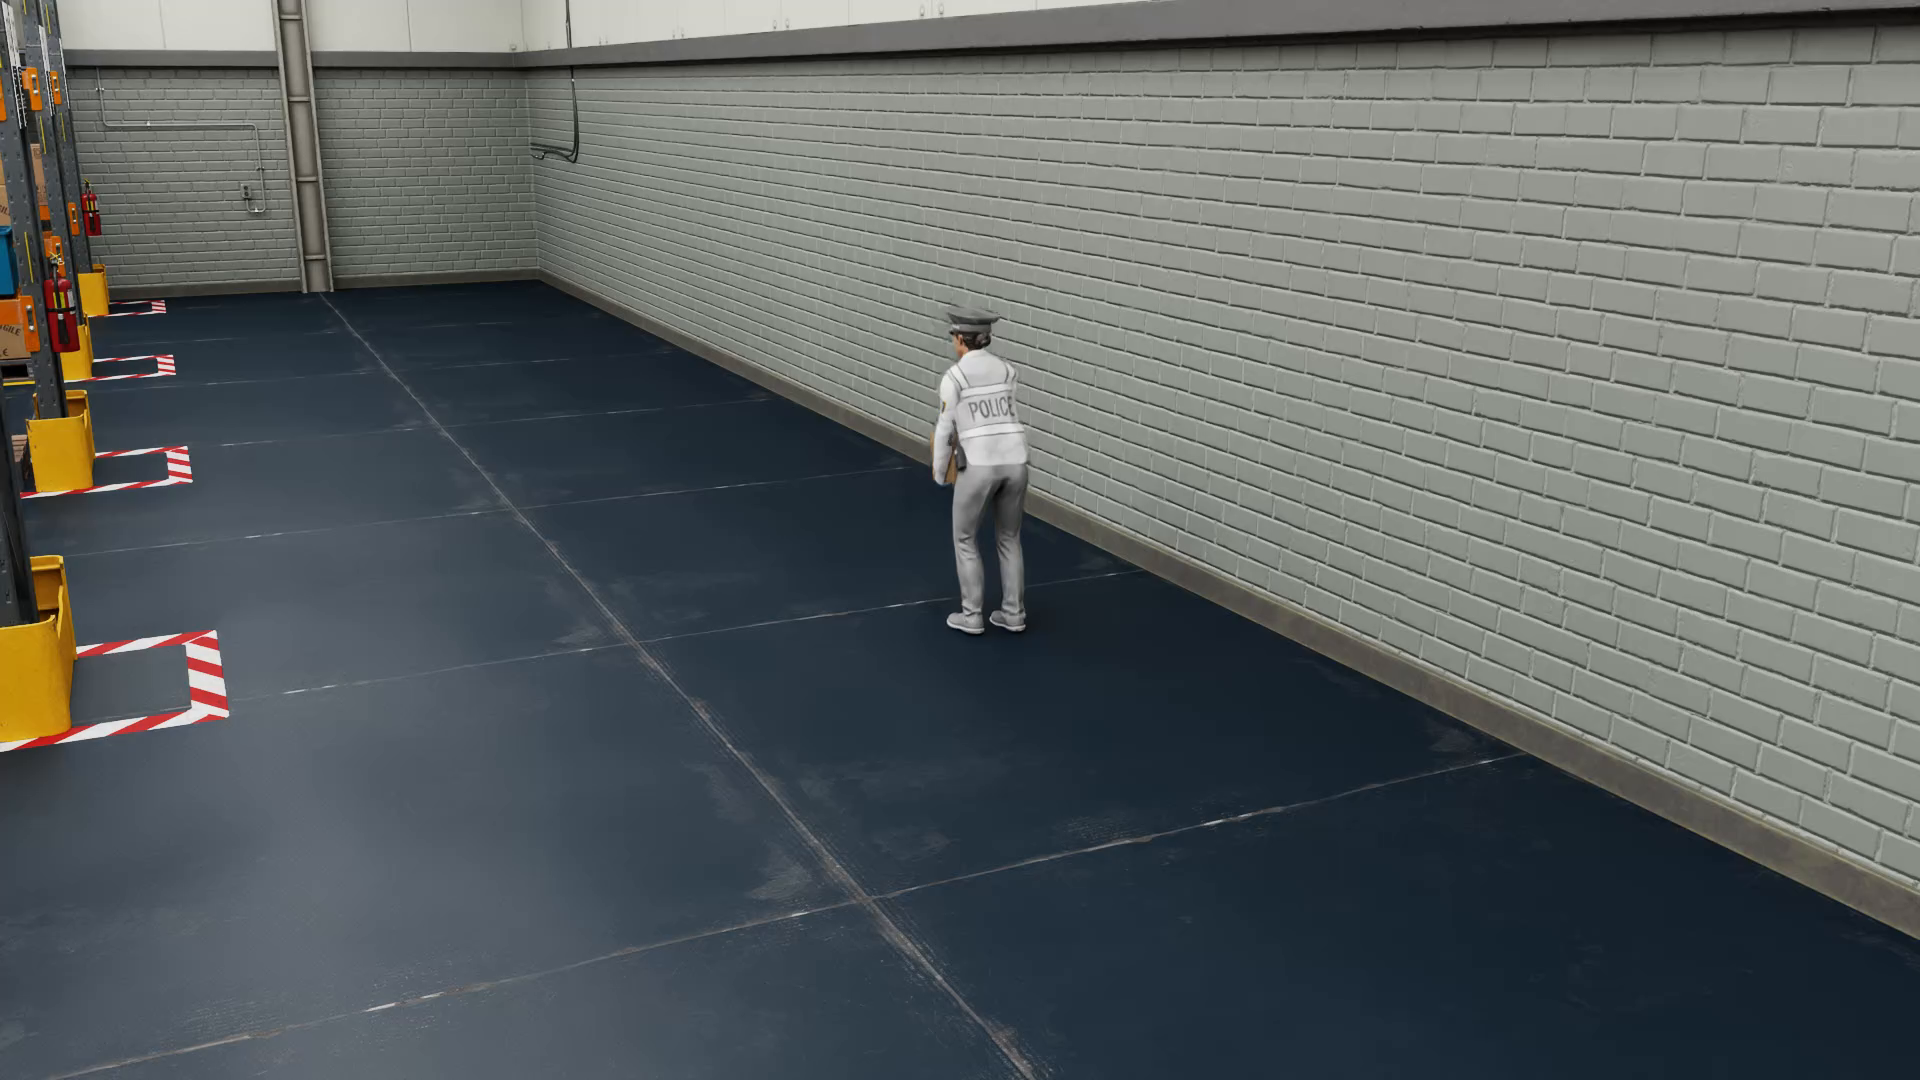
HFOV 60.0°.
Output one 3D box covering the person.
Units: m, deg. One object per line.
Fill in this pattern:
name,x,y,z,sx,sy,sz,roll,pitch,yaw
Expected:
person,0.097,-0.339,8.338,0.411,1.630,0.559,-8,17,-26
